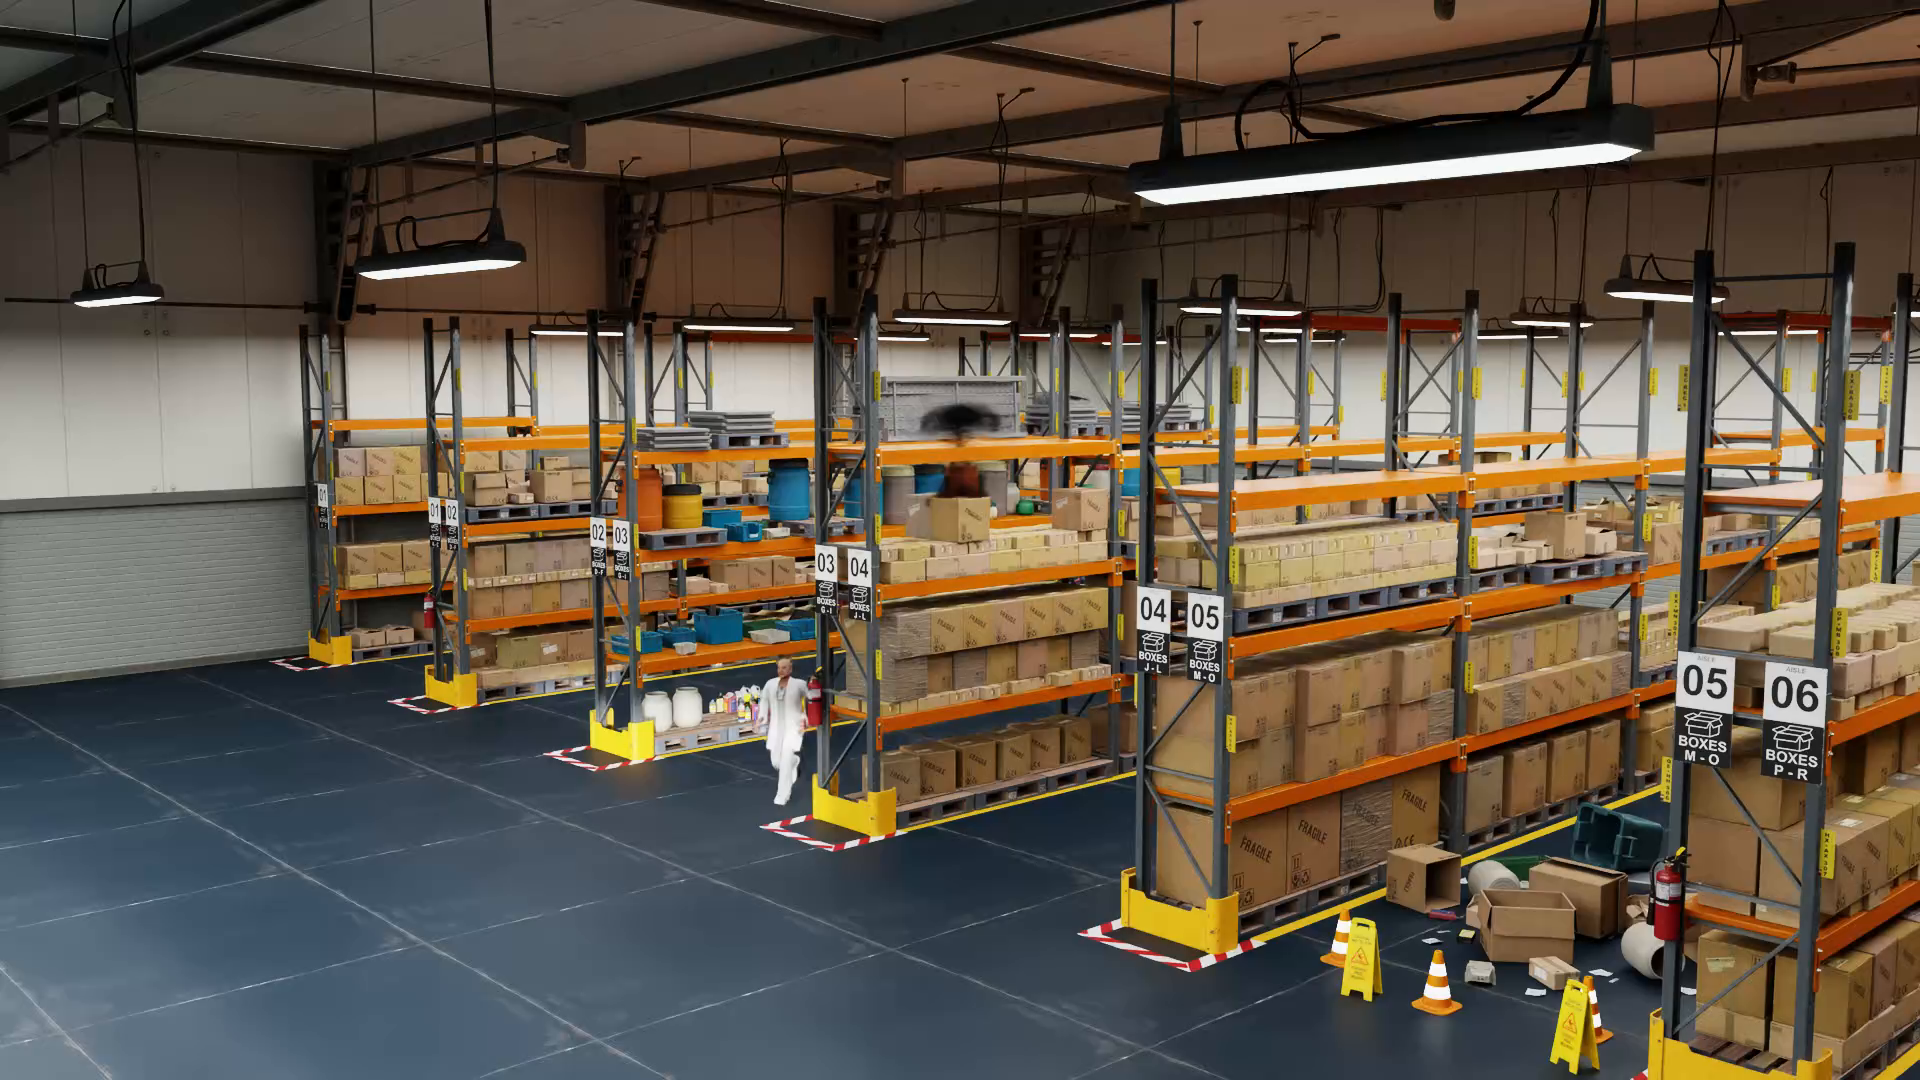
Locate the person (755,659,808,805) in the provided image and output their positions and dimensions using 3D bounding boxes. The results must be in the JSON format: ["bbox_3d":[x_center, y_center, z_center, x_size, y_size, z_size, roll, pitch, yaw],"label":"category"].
[{"bbox_3d":[-2.081,2.282,20.155,0.722,1.733,0.797,2,6,19],"label":"person"}]
